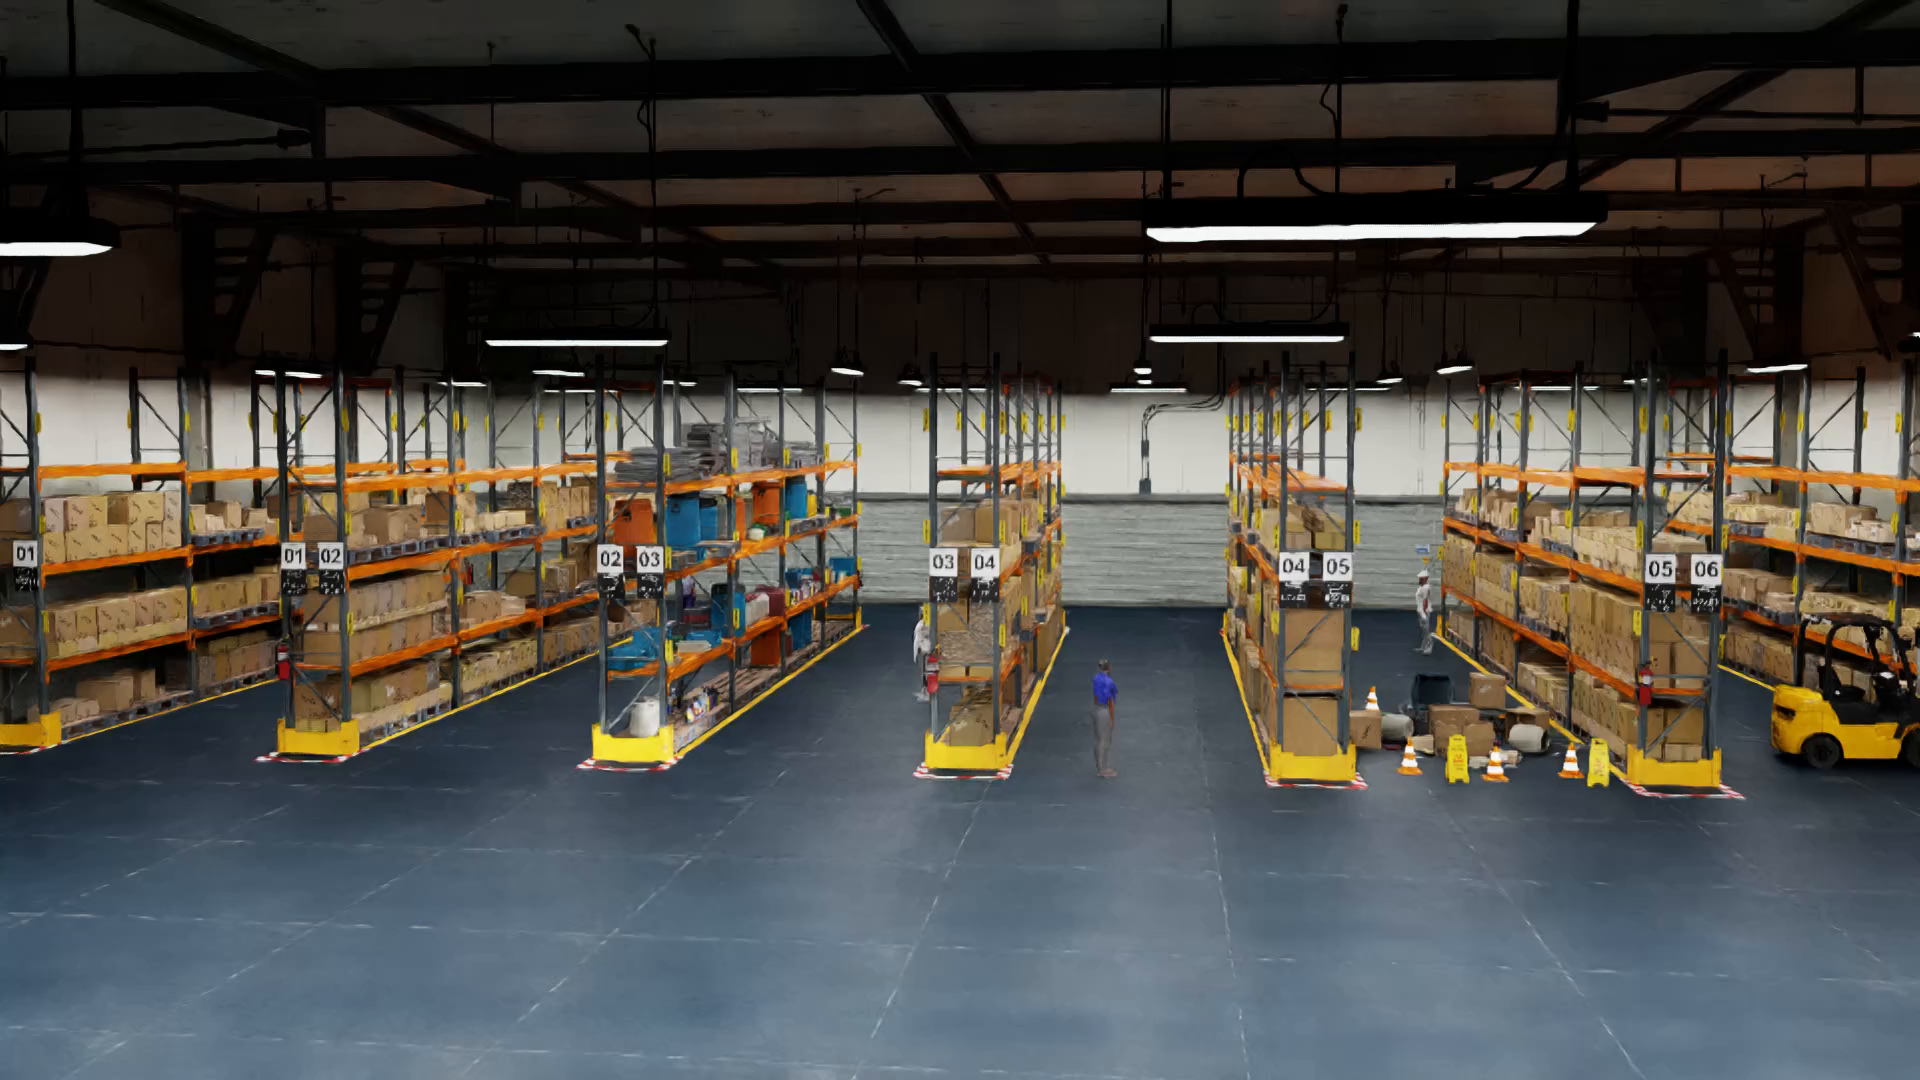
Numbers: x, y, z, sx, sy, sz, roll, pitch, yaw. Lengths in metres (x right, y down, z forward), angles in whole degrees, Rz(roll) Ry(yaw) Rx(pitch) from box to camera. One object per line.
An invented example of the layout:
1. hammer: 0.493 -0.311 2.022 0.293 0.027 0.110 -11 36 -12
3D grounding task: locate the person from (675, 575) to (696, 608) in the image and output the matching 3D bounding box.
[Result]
1. person: -6.590 1.399 39.804 0.479 1.553 1.090 1 4 9

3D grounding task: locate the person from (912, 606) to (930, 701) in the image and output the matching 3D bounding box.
1. person: -0.656 2.033 30.013 0.545 1.667 0.572 3 5 34

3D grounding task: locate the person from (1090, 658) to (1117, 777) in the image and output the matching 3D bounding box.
1. person: 2.068 2.494 23.584 0.414 1.666 0.507 -2 4 -24

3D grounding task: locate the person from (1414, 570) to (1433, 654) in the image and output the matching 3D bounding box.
1. person: 10.040 1.552 36.007 0.404 1.786 0.655 1 4 16
